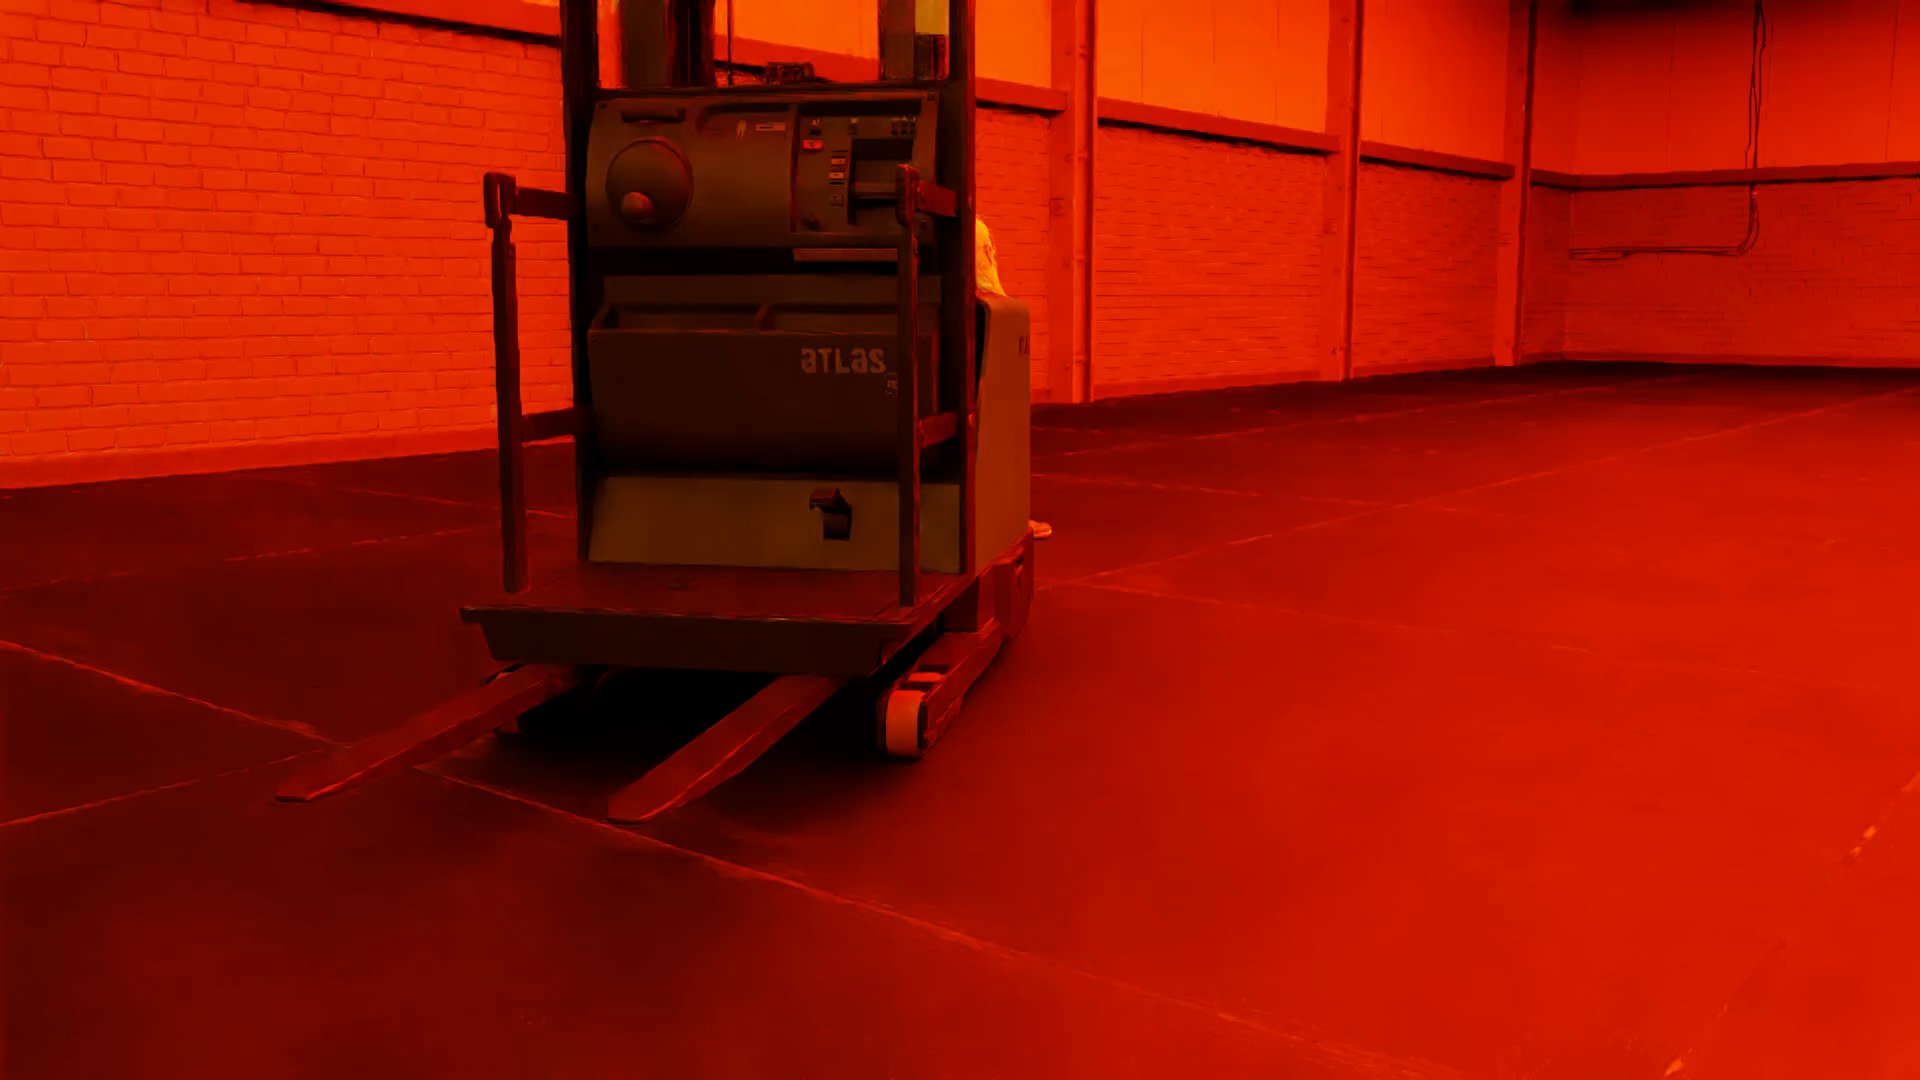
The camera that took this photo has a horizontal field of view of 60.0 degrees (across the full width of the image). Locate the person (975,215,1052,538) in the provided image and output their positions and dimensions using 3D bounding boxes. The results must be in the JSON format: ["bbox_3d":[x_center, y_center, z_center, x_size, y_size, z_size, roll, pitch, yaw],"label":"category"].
[{"bbox_3d":[0.048,-0.853,7.329,0.586,1.695,0.532,7,11,38],"label":"person"}]

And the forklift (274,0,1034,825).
[{"bbox_3d":[-0.552,-0.994,4.075,1.130,2.935,3.031,2,8,11],"label":"forklift"}]
